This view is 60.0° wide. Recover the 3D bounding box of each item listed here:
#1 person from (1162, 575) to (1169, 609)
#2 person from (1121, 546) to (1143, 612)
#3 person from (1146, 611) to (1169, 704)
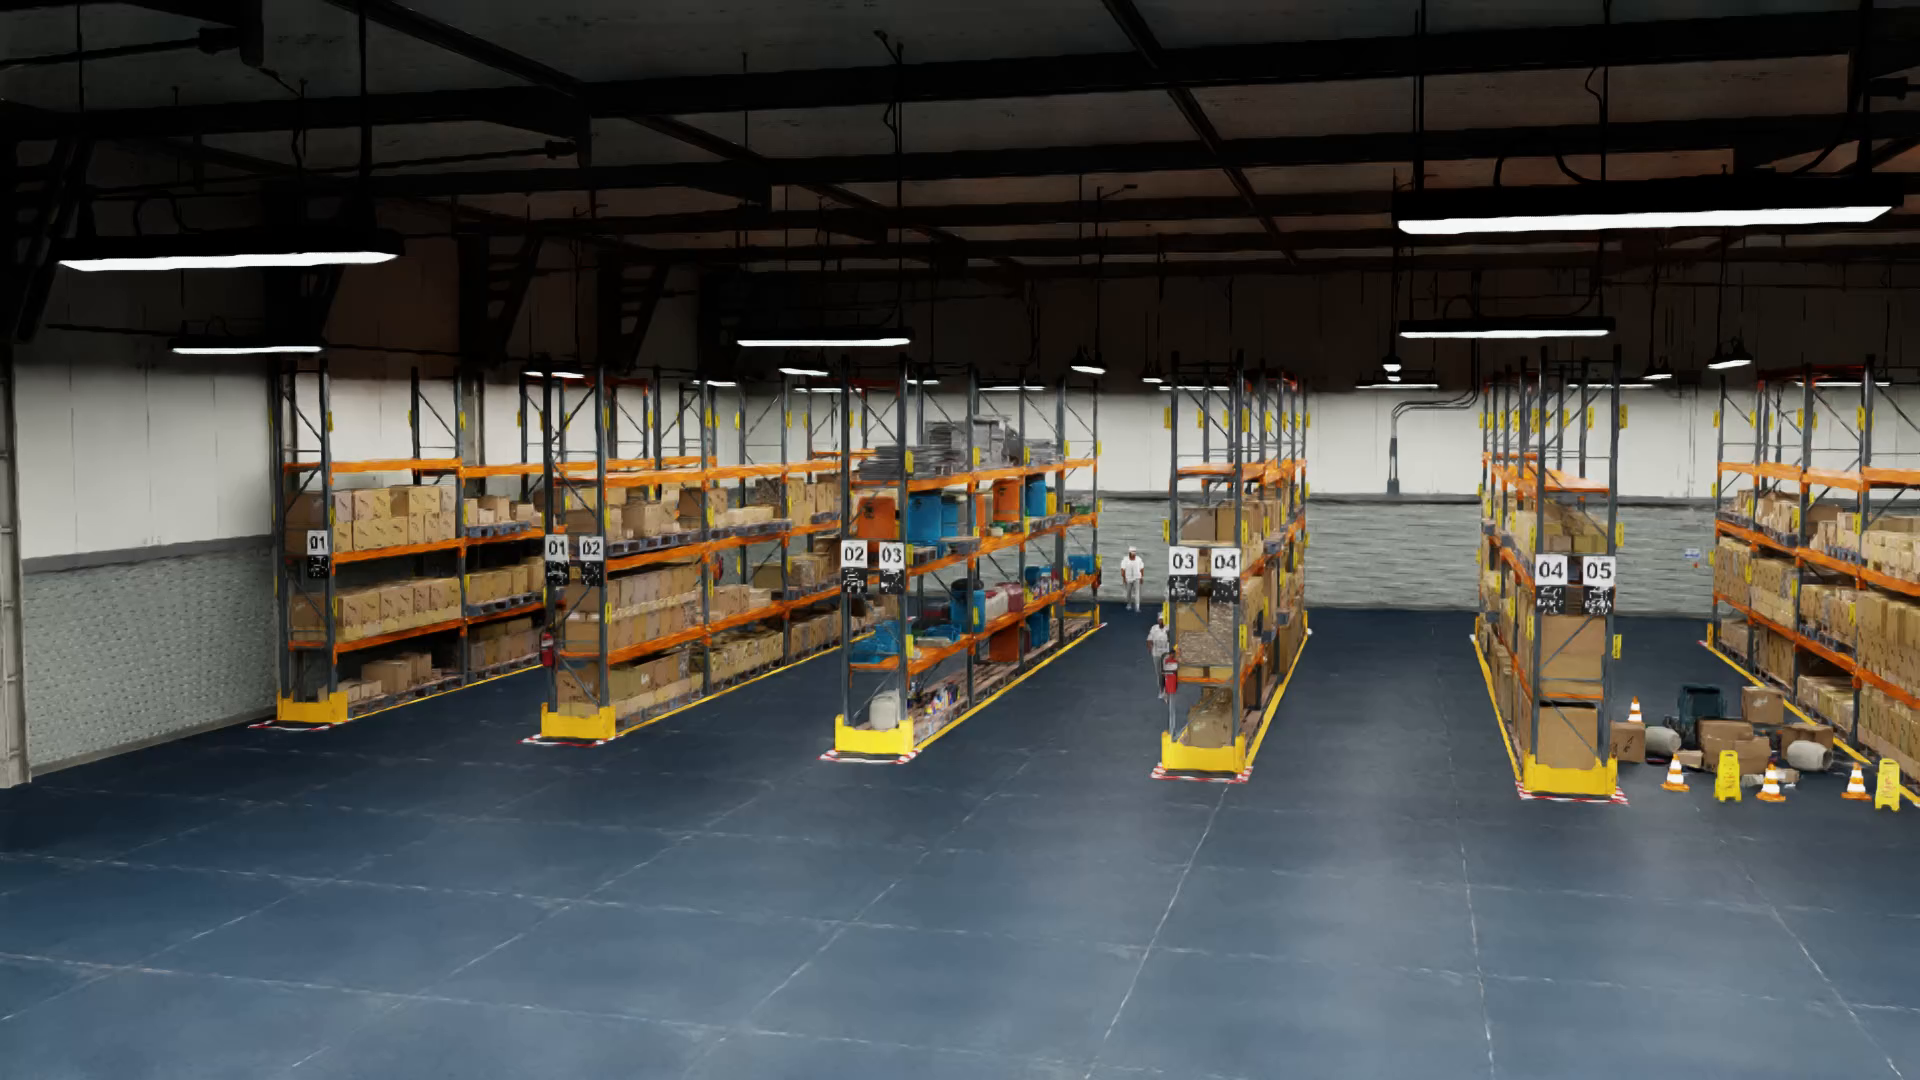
[{"bbox_3d":[4.580,1.573,35.843,0.433,1.684,0.551,-1,4,-12],"label":"person"},{"bbox_3d":[4.513,1.005,43.623,0.571,1.706,1.033,1,4,7],"label":"person"},{"bbox_3d":[3.632,2.059,29.702,0.603,1.620,0.831,2,4,20],"label":"person"}]
